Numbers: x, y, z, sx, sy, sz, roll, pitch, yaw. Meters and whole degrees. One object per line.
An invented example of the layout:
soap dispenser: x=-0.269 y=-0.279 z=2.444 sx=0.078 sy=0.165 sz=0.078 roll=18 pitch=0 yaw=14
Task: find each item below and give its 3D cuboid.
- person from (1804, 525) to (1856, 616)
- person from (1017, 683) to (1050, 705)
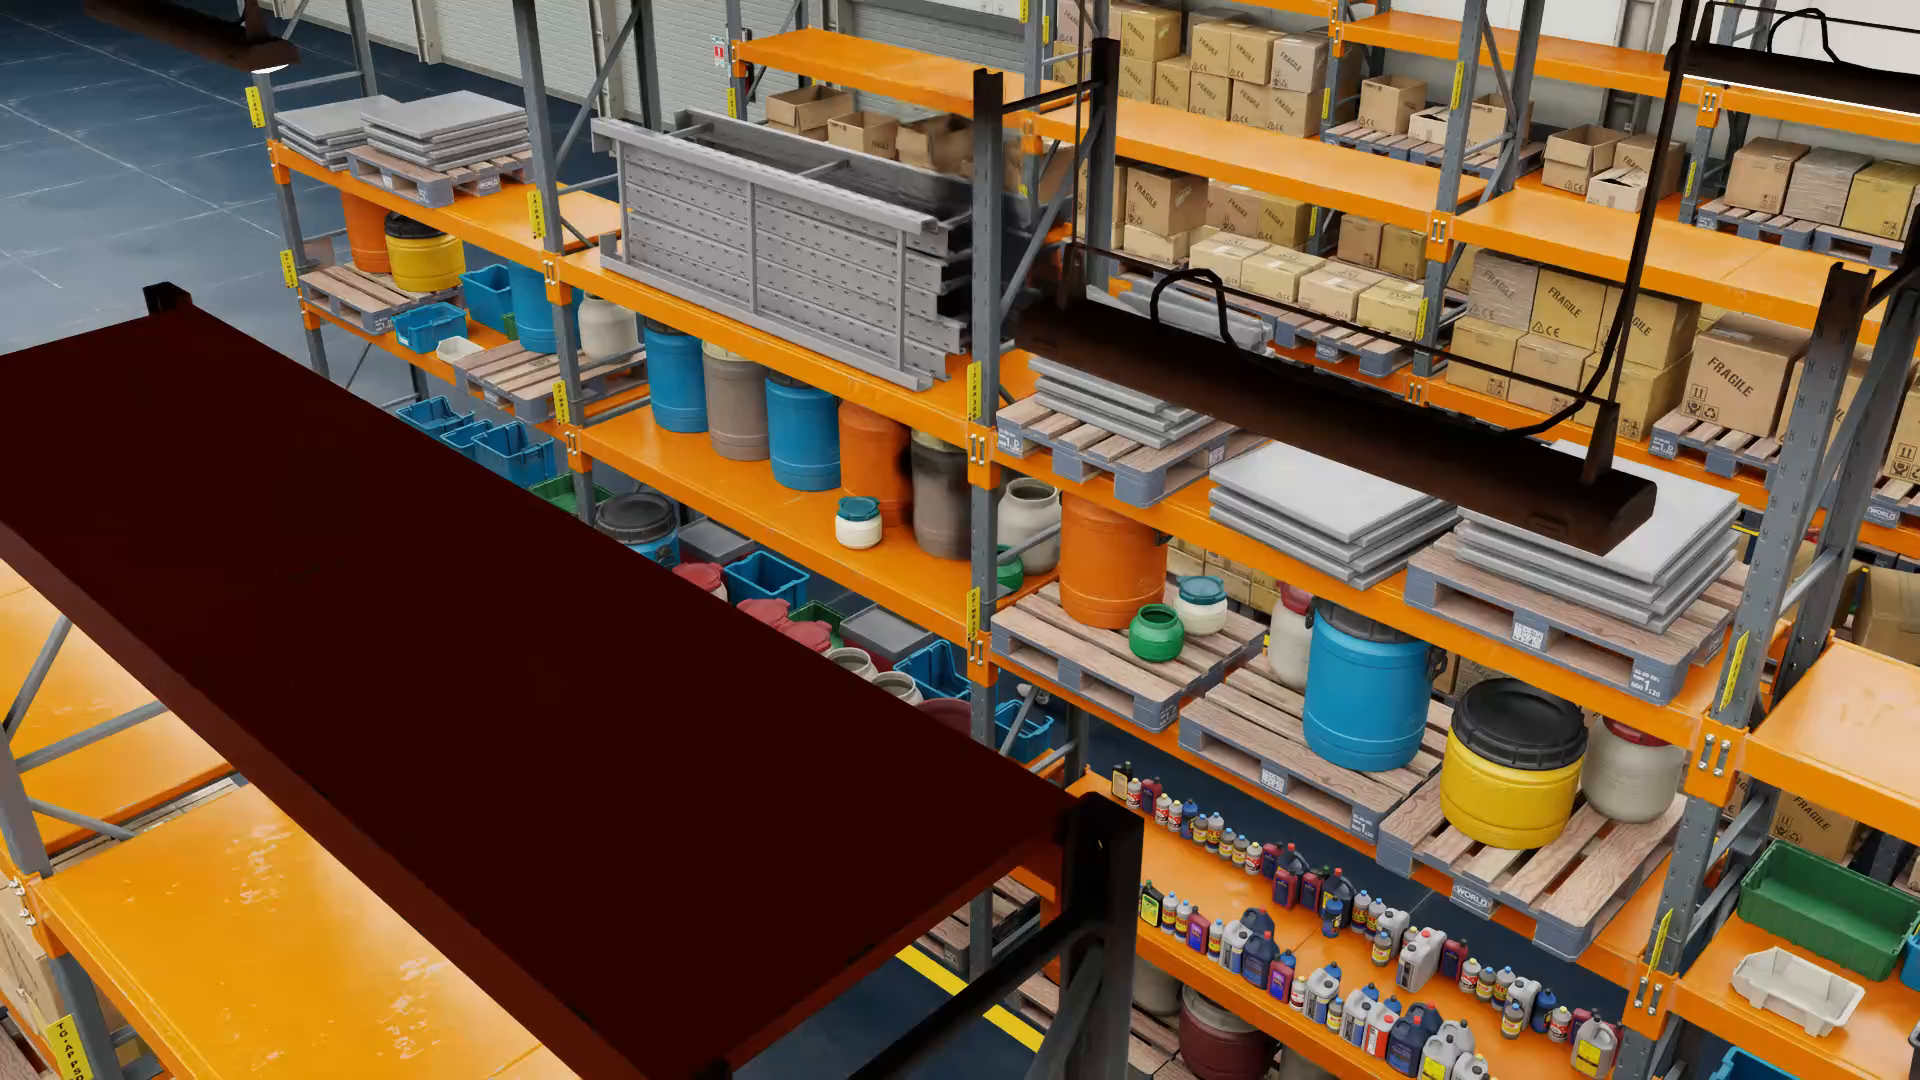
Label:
person: x=7.504 y=0.044 z=14.385 sx=0.845 sy=1.774 sz=0.656 roll=23 pitch=37 yaw=35
person: x=0.863 y=0.623 z=13.342 sx=0.892 sy=1.758 sz=0.701 roll=20 pitch=35 yaw=31
